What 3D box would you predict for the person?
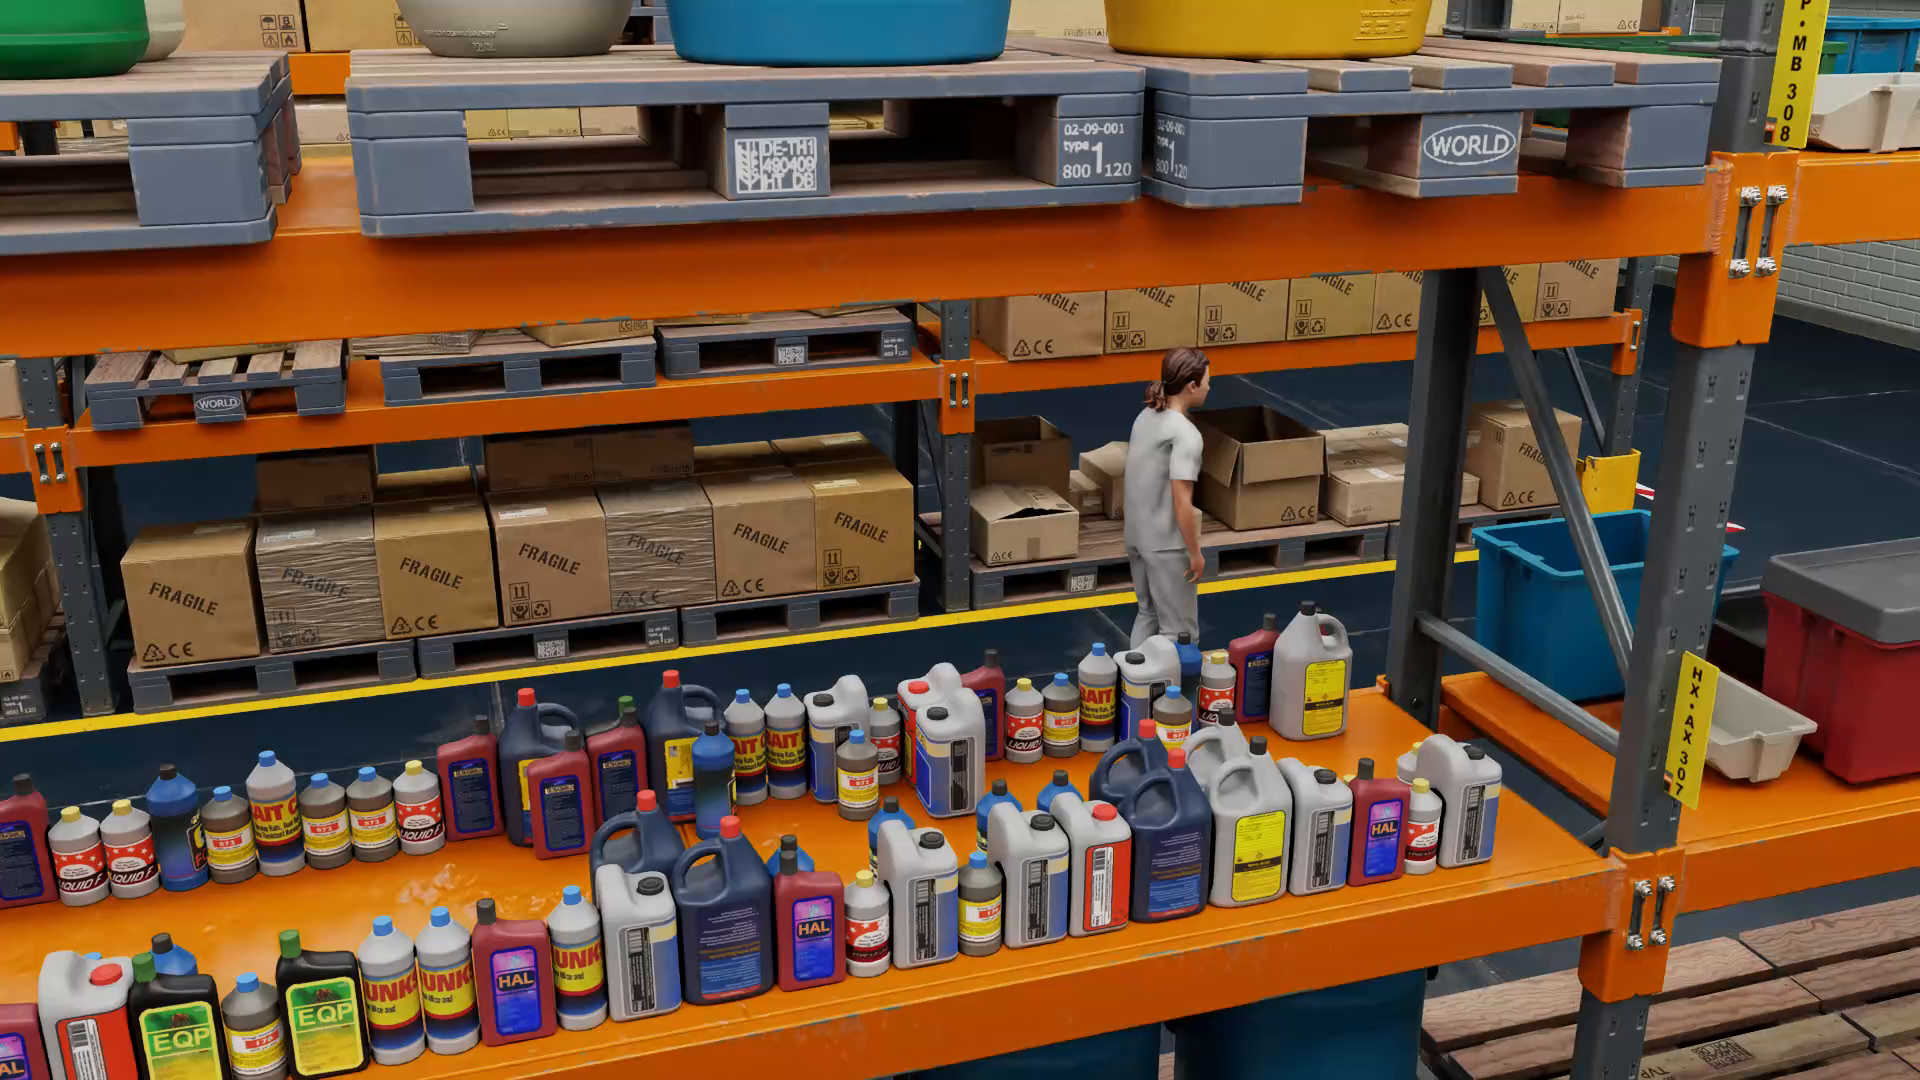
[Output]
[{"bbox_3d":[0.876,0.016,7.033,0.352,1.667,0.496,-6,20,-18],"label":"person"}]
